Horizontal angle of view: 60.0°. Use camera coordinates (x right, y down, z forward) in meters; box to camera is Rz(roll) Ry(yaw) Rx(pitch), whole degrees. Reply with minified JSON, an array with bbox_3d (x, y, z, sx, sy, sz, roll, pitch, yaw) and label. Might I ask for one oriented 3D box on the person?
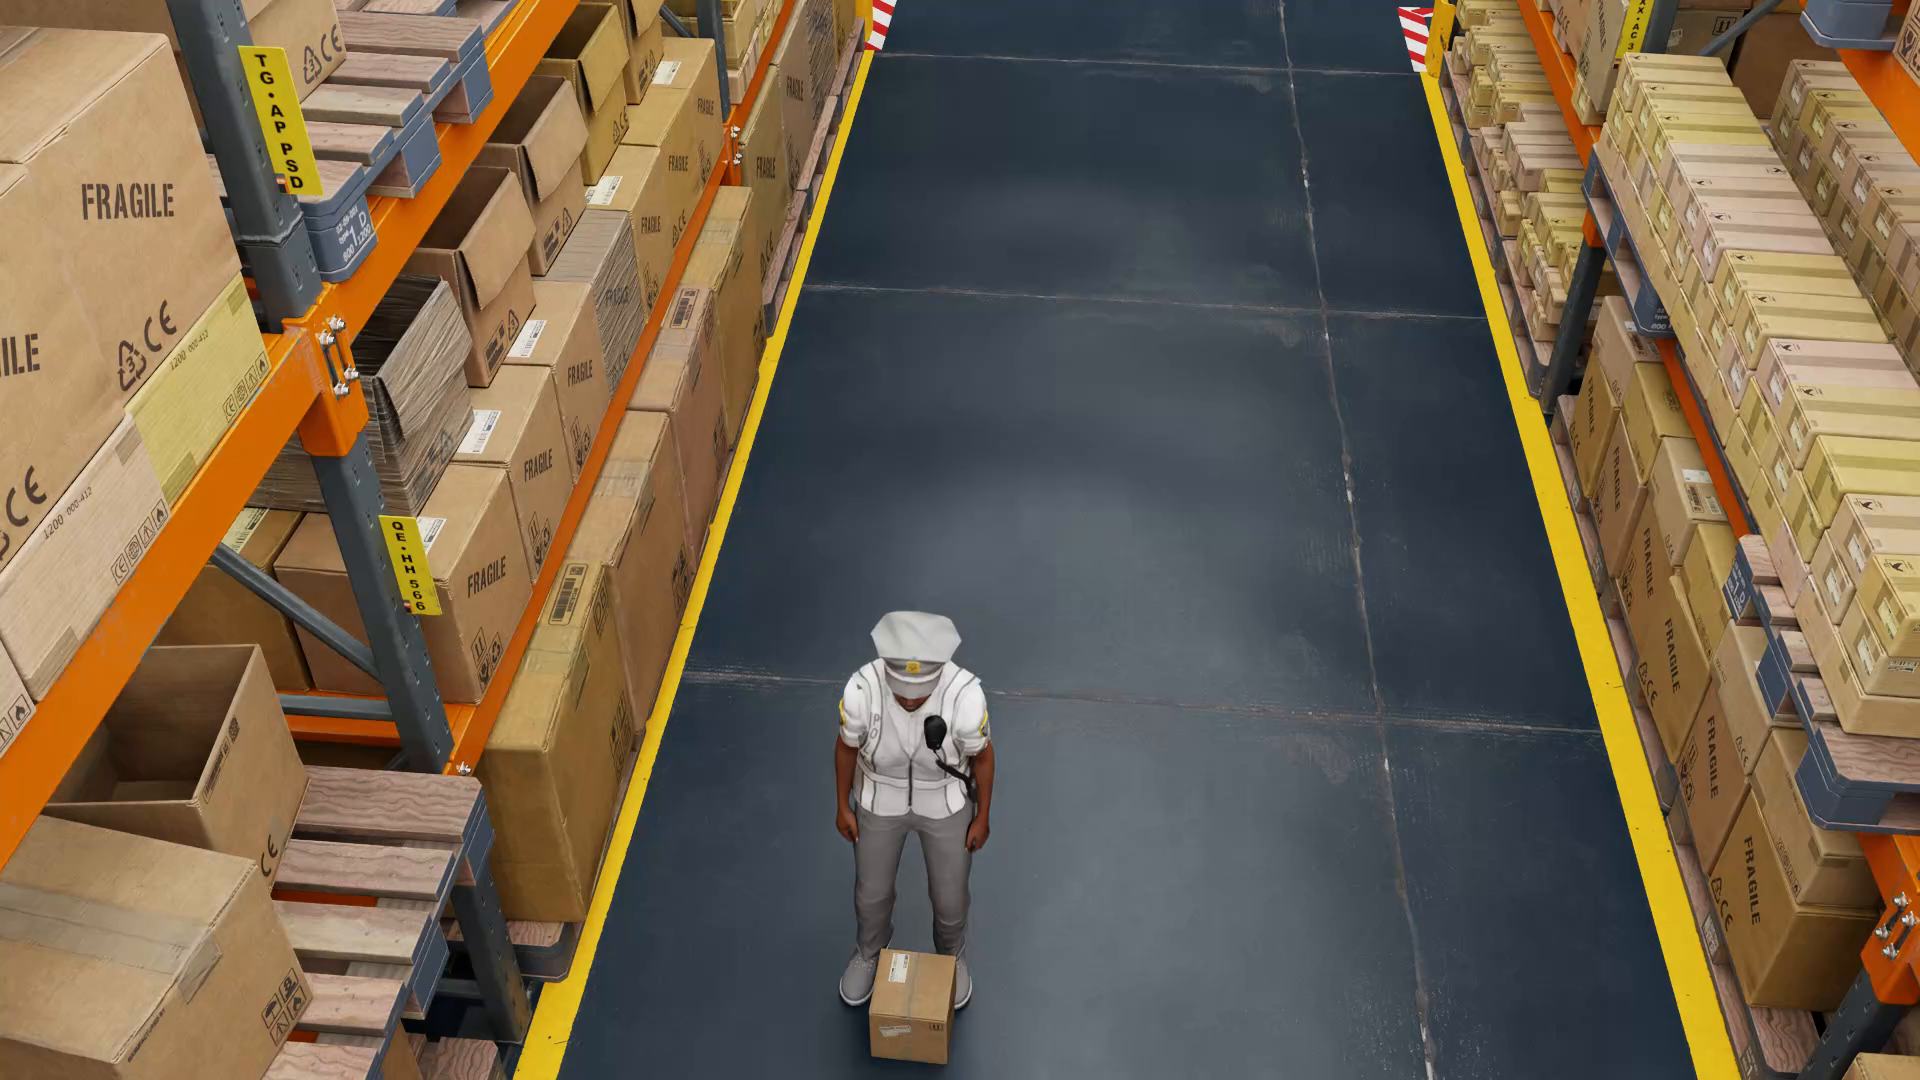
[{"bbox_3d":[-0.149,0.838,5.171,0.503,1.656,0.397,3,40,4],"label":"person"}]
